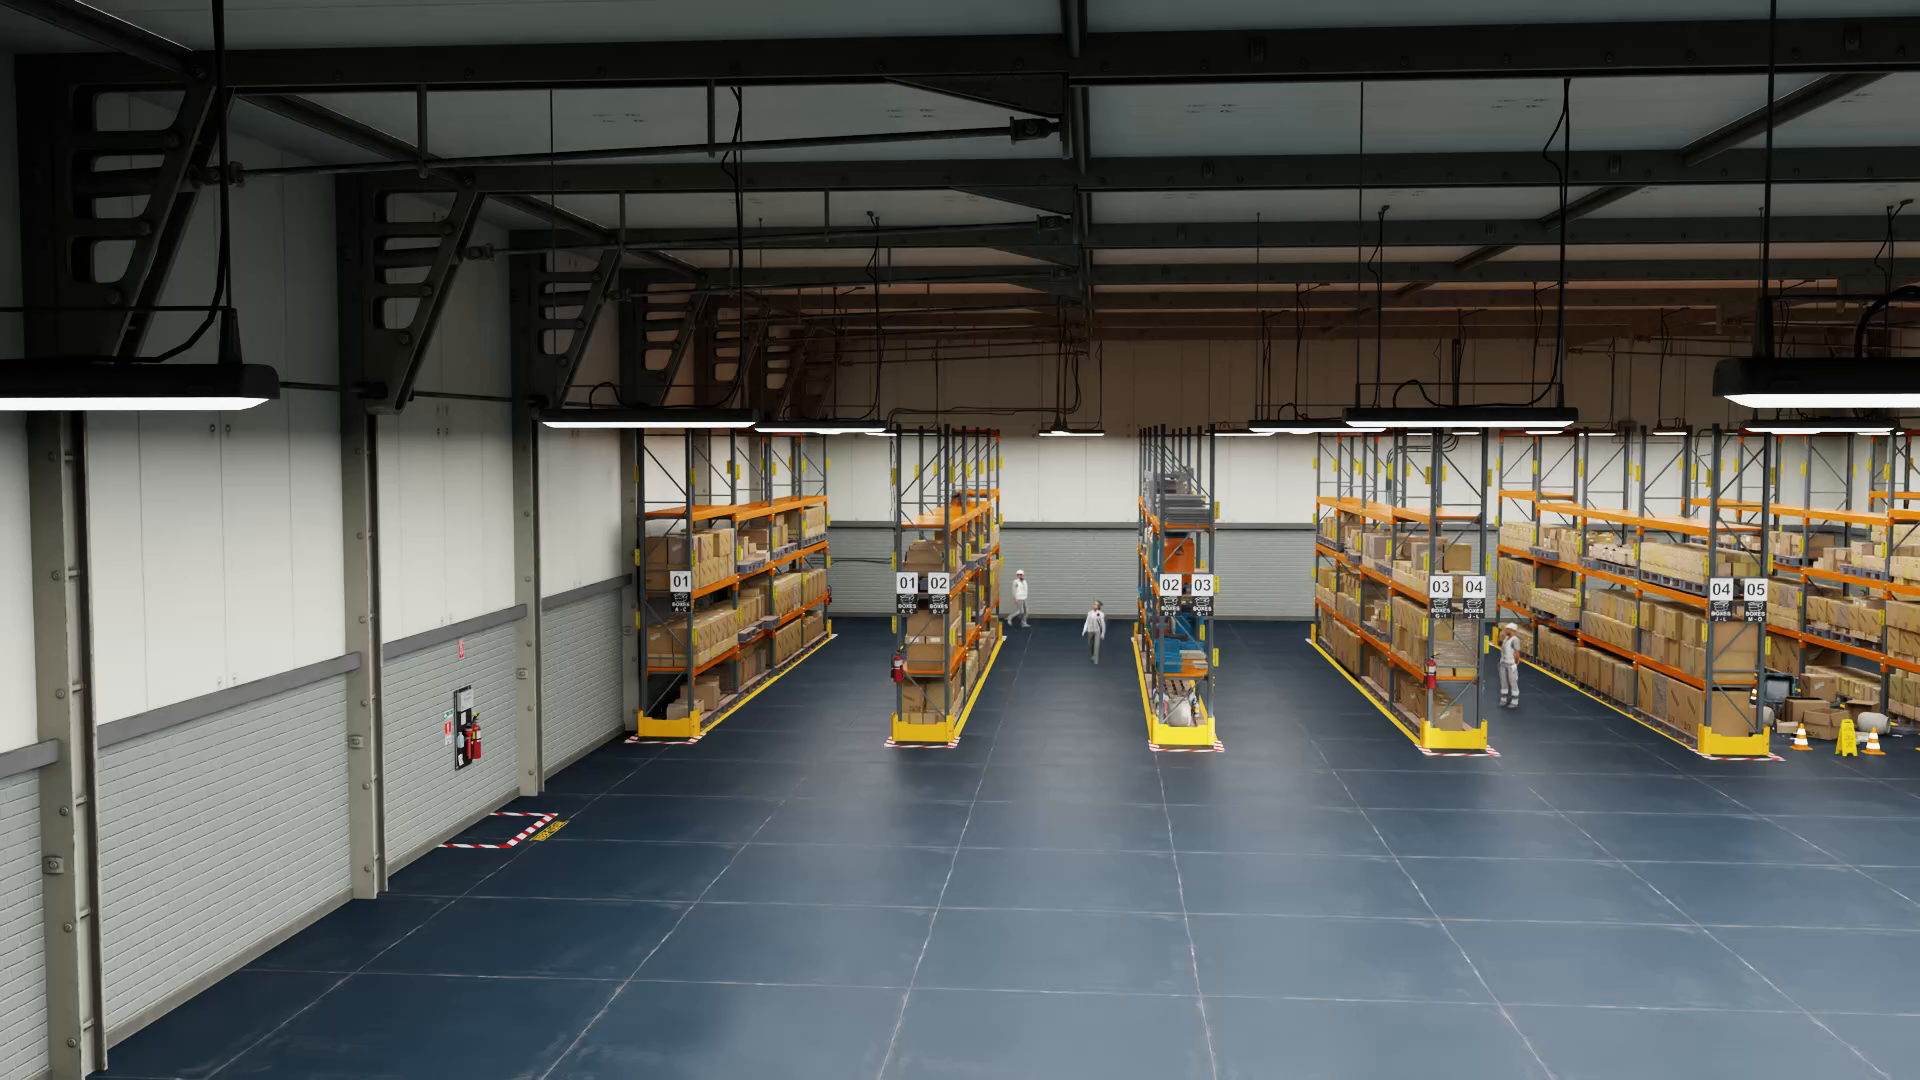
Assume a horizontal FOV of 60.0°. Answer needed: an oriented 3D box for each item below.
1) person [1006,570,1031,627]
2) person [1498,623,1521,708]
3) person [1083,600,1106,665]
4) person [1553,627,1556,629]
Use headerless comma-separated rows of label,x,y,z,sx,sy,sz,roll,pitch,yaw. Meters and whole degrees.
person,1.805,1.776,50.430,0.710,1.745,0.533,1,4,23
person,11.715,2.659,35.486,0.399,1.796,0.592,-2,4,-25
person,3.412,2.329,42.217,0.569,1.644,0.962,1,4,10
person,17.235,2.009,47.447,0.855,1.630,0.481,0,3,-6
